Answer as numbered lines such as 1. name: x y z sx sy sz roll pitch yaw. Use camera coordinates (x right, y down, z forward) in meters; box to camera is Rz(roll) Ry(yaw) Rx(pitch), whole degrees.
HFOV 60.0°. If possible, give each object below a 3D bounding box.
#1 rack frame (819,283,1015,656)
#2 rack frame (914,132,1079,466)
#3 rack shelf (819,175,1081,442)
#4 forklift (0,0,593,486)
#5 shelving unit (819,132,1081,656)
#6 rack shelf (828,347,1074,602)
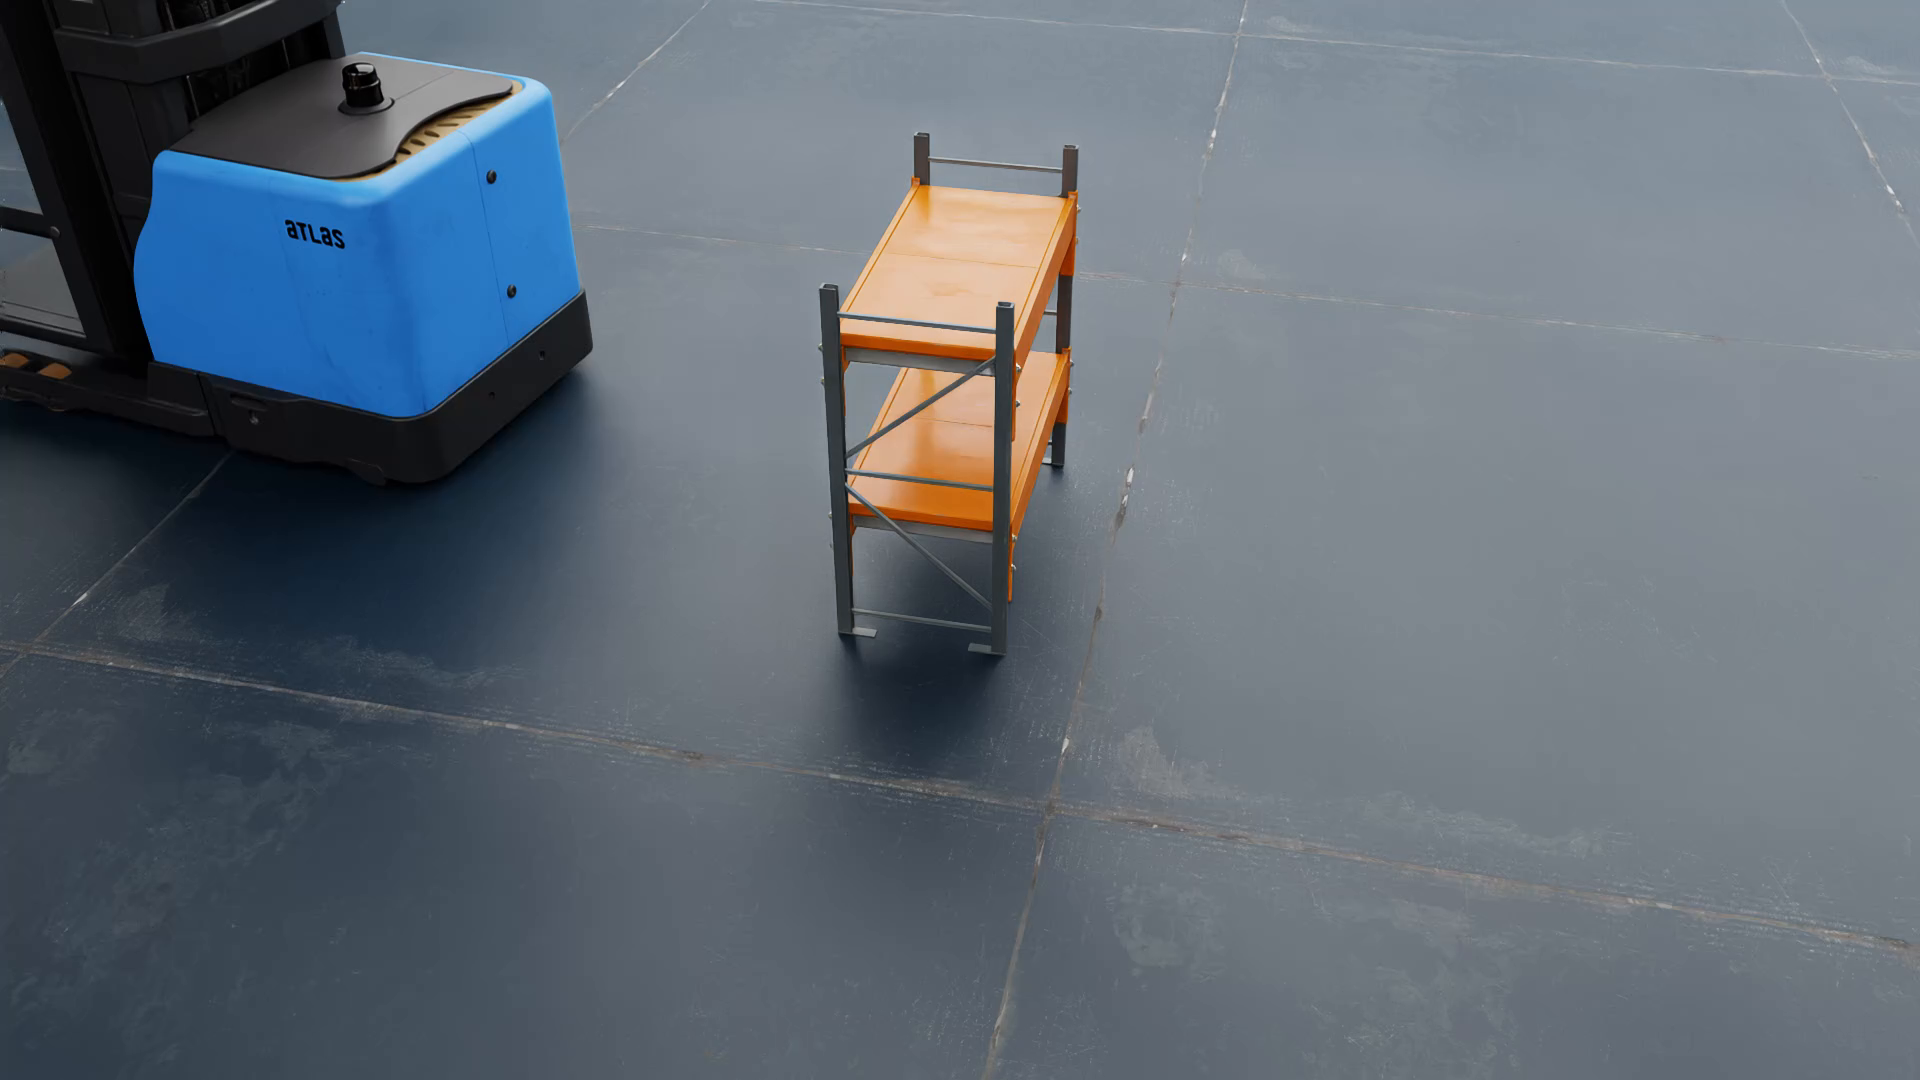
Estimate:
1. rack frame: -0.110 -0.160 4.512 0.500 1.125 0.032 7 37 10
2. rack frame: 0.107 -0.743 5.317 0.500 1.125 0.032 7 37 10
3. rack shelf: -0.001 -0.689 4.743 0.538 0.278 1.000 7 37 10
4. forklift: -2.913 -1.911 5.389 3.031 2.935 1.130 13 38 18
5. shelving unit: -0.001 -0.452 4.915 0.538 1.125 1.048 7 37 10
6. rack shelf: -0.001 -0.254 5.058 0.538 0.278 1.000 7 37 10
